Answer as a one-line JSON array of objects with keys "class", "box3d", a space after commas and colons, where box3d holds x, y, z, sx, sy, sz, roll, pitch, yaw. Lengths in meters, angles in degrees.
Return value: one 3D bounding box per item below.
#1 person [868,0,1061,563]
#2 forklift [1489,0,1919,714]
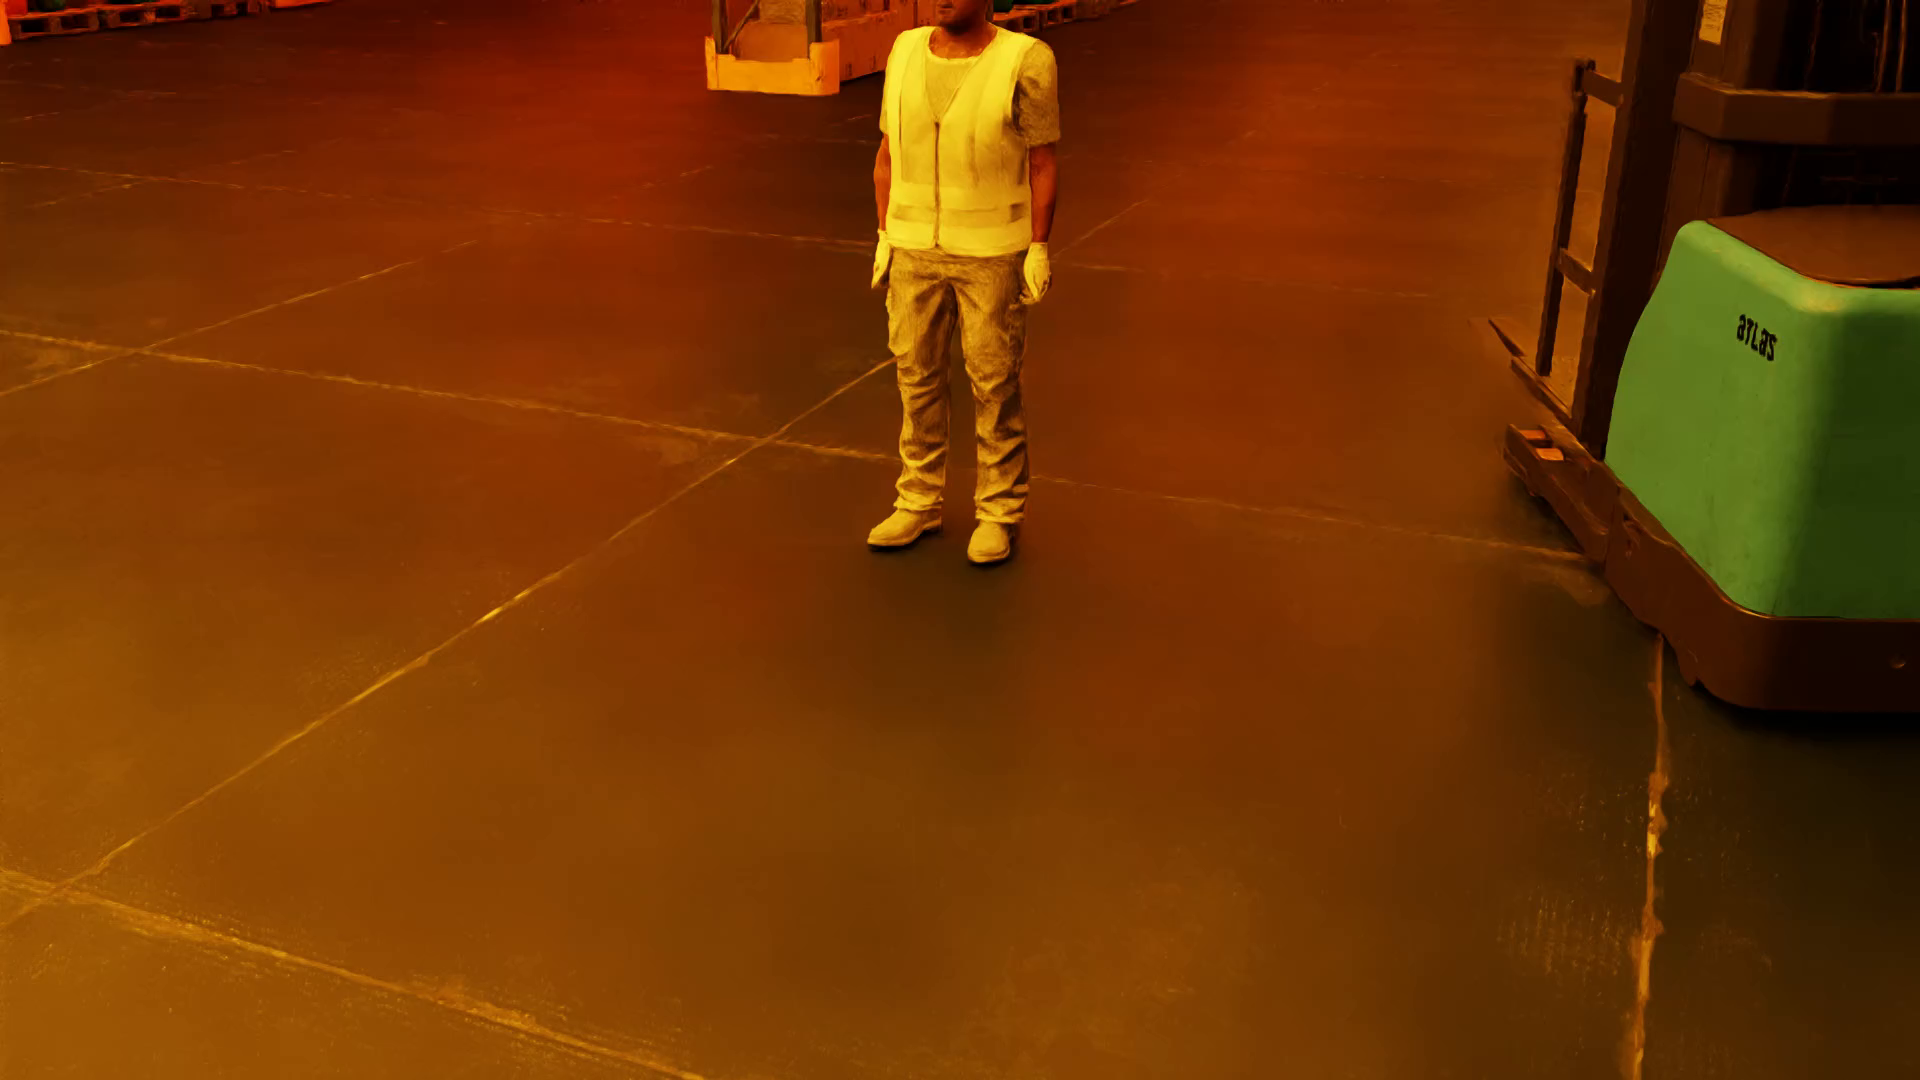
[{"class": "person", "box3d": [-0.004, -0.819, 4.737, 0.546, 1.790, 0.365, 9, 24, 21]}, {"class": "forklift", "box3d": [2.398, -1.458, 4.780, 1.130, 2.935, 3.031, 1, 23, 2]}]
